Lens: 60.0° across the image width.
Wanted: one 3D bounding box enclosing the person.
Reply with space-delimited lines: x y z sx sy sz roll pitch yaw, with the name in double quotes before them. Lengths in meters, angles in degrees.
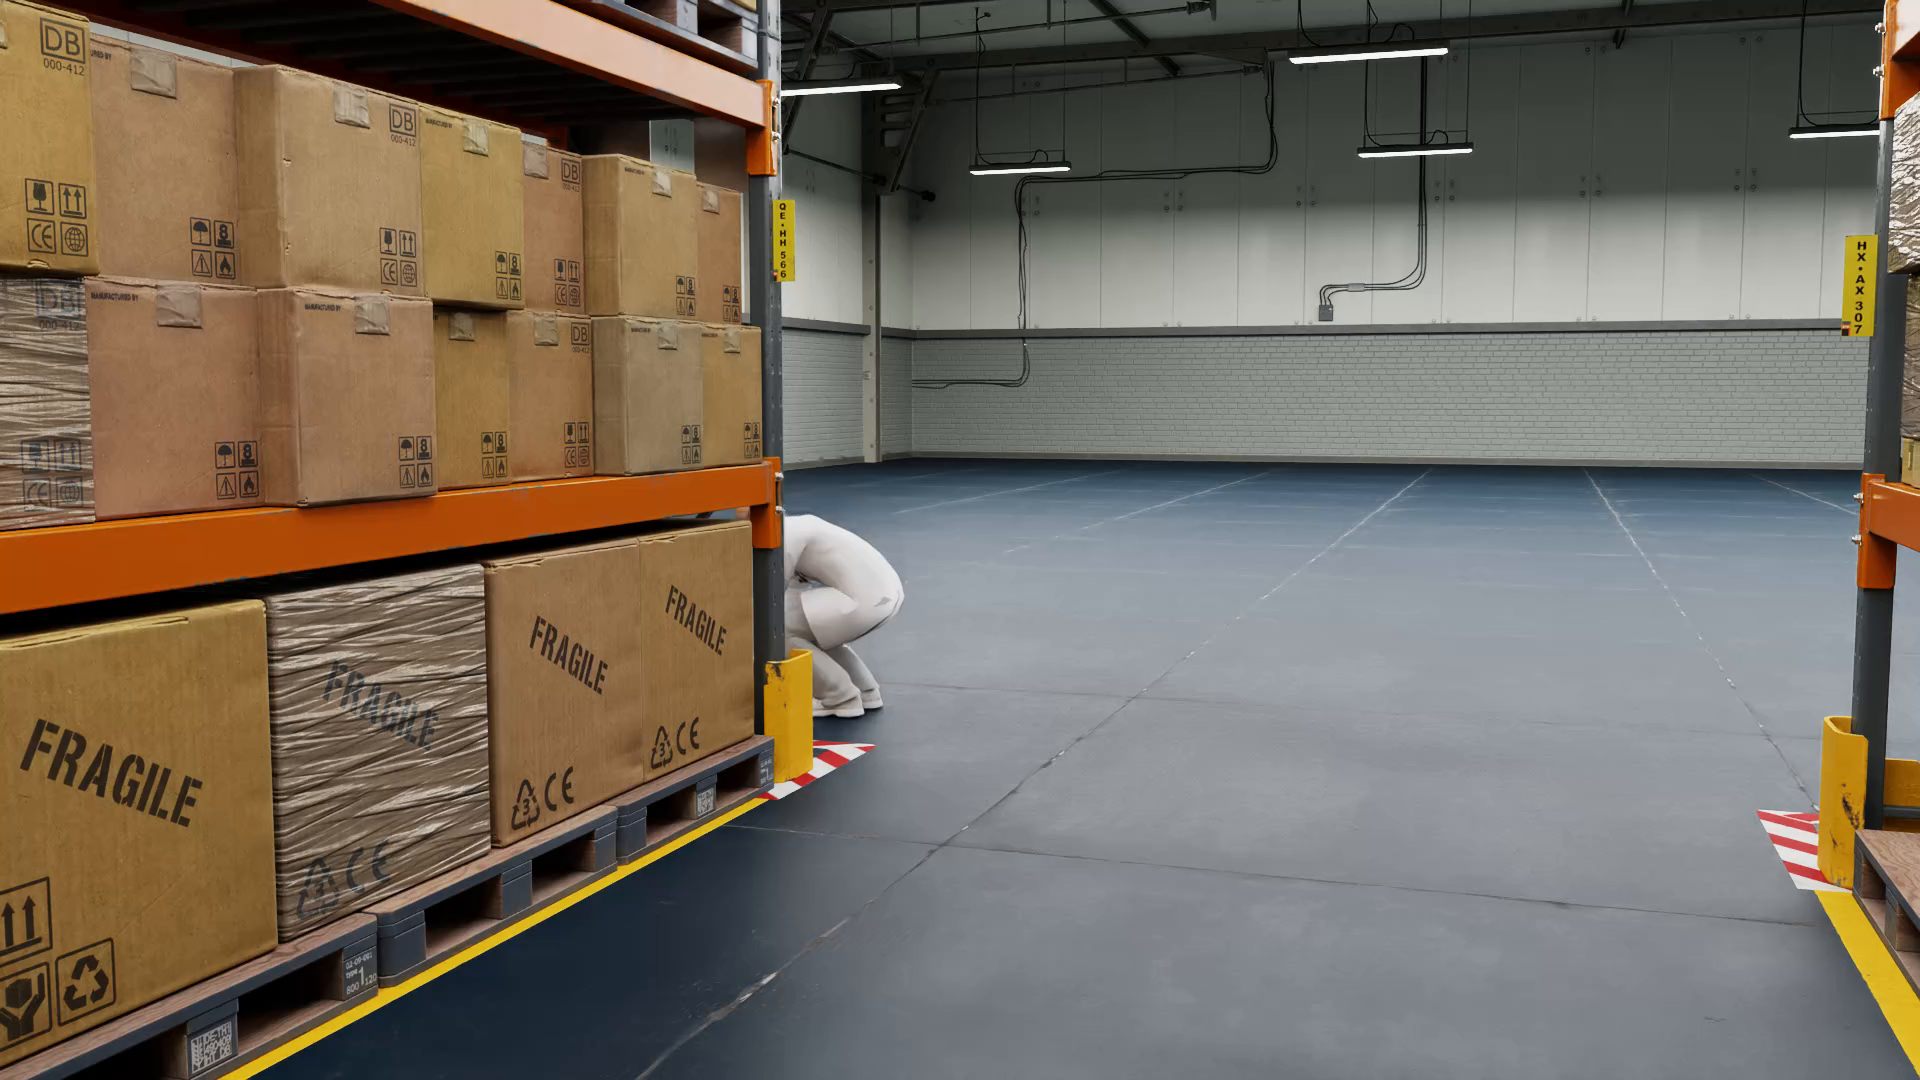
"person" -0.717 0.333 8.282 0.879 1.054 0.613 2 5 18
